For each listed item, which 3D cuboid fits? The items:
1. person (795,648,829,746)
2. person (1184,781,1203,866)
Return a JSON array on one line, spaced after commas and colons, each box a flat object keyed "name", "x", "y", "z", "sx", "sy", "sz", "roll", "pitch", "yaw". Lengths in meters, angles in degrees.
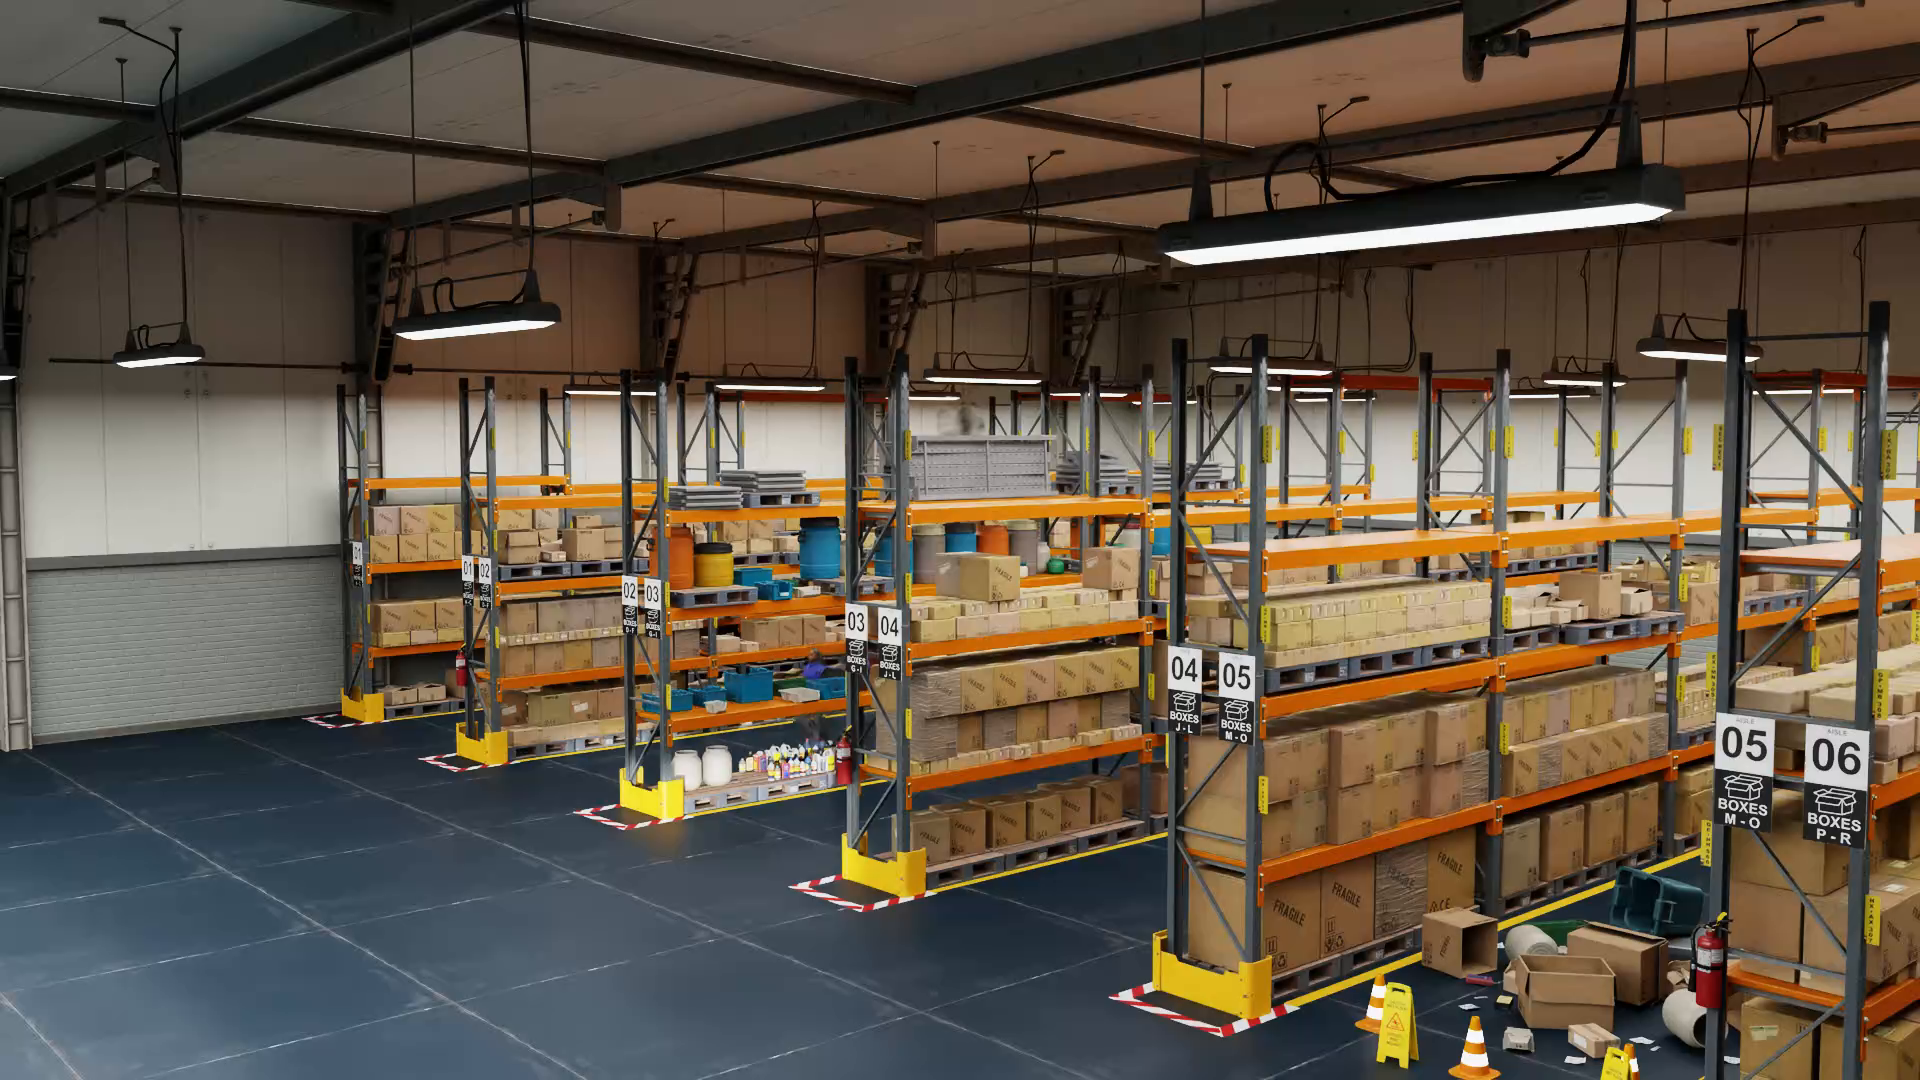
[{"name": "person", "x": -2.411, "y": 2.573, "z": 26.962, "sx": 0.546, "sy": 1.653, "sz": 0.666, "roll": 3, "pitch": 5, "yaw": 37}, {"name": "person", "x": 2.504, "y": 3.177, "z": 17.362, "sx": 0.630, "sy": 1.787, "sz": 0.849, "roll": 3, "pitch": 5, "yaw": 42}]
